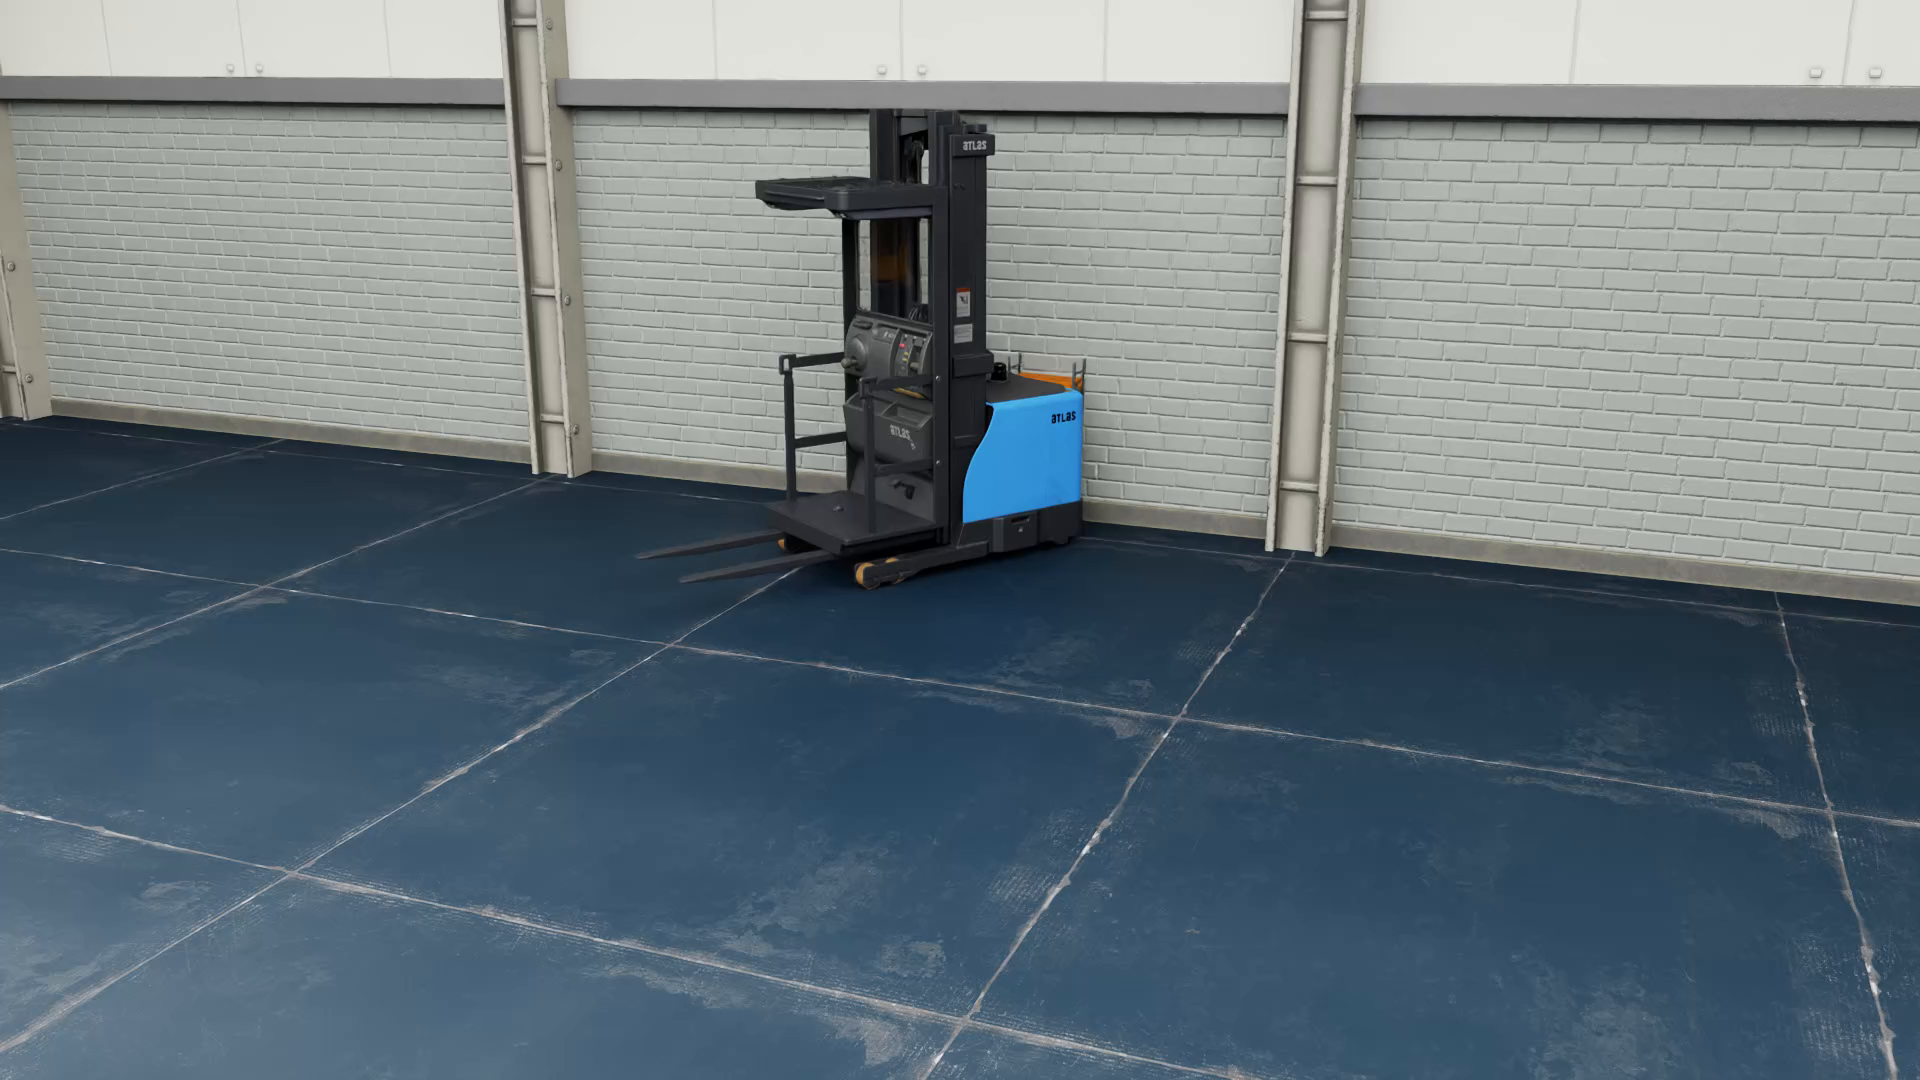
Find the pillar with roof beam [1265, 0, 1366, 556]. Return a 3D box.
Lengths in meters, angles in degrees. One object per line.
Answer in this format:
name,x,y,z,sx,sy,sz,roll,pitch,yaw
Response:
pillar with roof beam,0.756,-3.153,6.394,0.400,9.000,9.100,6,17,21

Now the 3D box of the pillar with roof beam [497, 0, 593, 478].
pillar with roof beam,-4.826,-3.767,8.508,0.400,9.000,9.100,6,17,21

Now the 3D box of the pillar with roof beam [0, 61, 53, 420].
pillar with roof beam,-10.407,-4.381,10.622,0.400,9.000,9.100,6,17,21

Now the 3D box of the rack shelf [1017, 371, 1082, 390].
rack shelf,0.614,-1.098,11.891,0.480,0.148,0.258,8,16,21

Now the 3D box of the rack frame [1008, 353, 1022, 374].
rack frame,0.376,-0.750,12.083,0.015,1.200,0.240,8,16,21

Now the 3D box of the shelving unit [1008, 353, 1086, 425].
shelving unit,0.601,-0.719,11.993,0.503,1.200,0.258,8,16,21

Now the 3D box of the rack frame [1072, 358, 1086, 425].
rack frame,0.826,-0.688,11.904,0.015,1.200,0.240,8,16,21

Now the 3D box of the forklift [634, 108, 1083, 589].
forklift,-0.640,-1.262,10.763,3.031,2.935,1.130,-11,20,-34
